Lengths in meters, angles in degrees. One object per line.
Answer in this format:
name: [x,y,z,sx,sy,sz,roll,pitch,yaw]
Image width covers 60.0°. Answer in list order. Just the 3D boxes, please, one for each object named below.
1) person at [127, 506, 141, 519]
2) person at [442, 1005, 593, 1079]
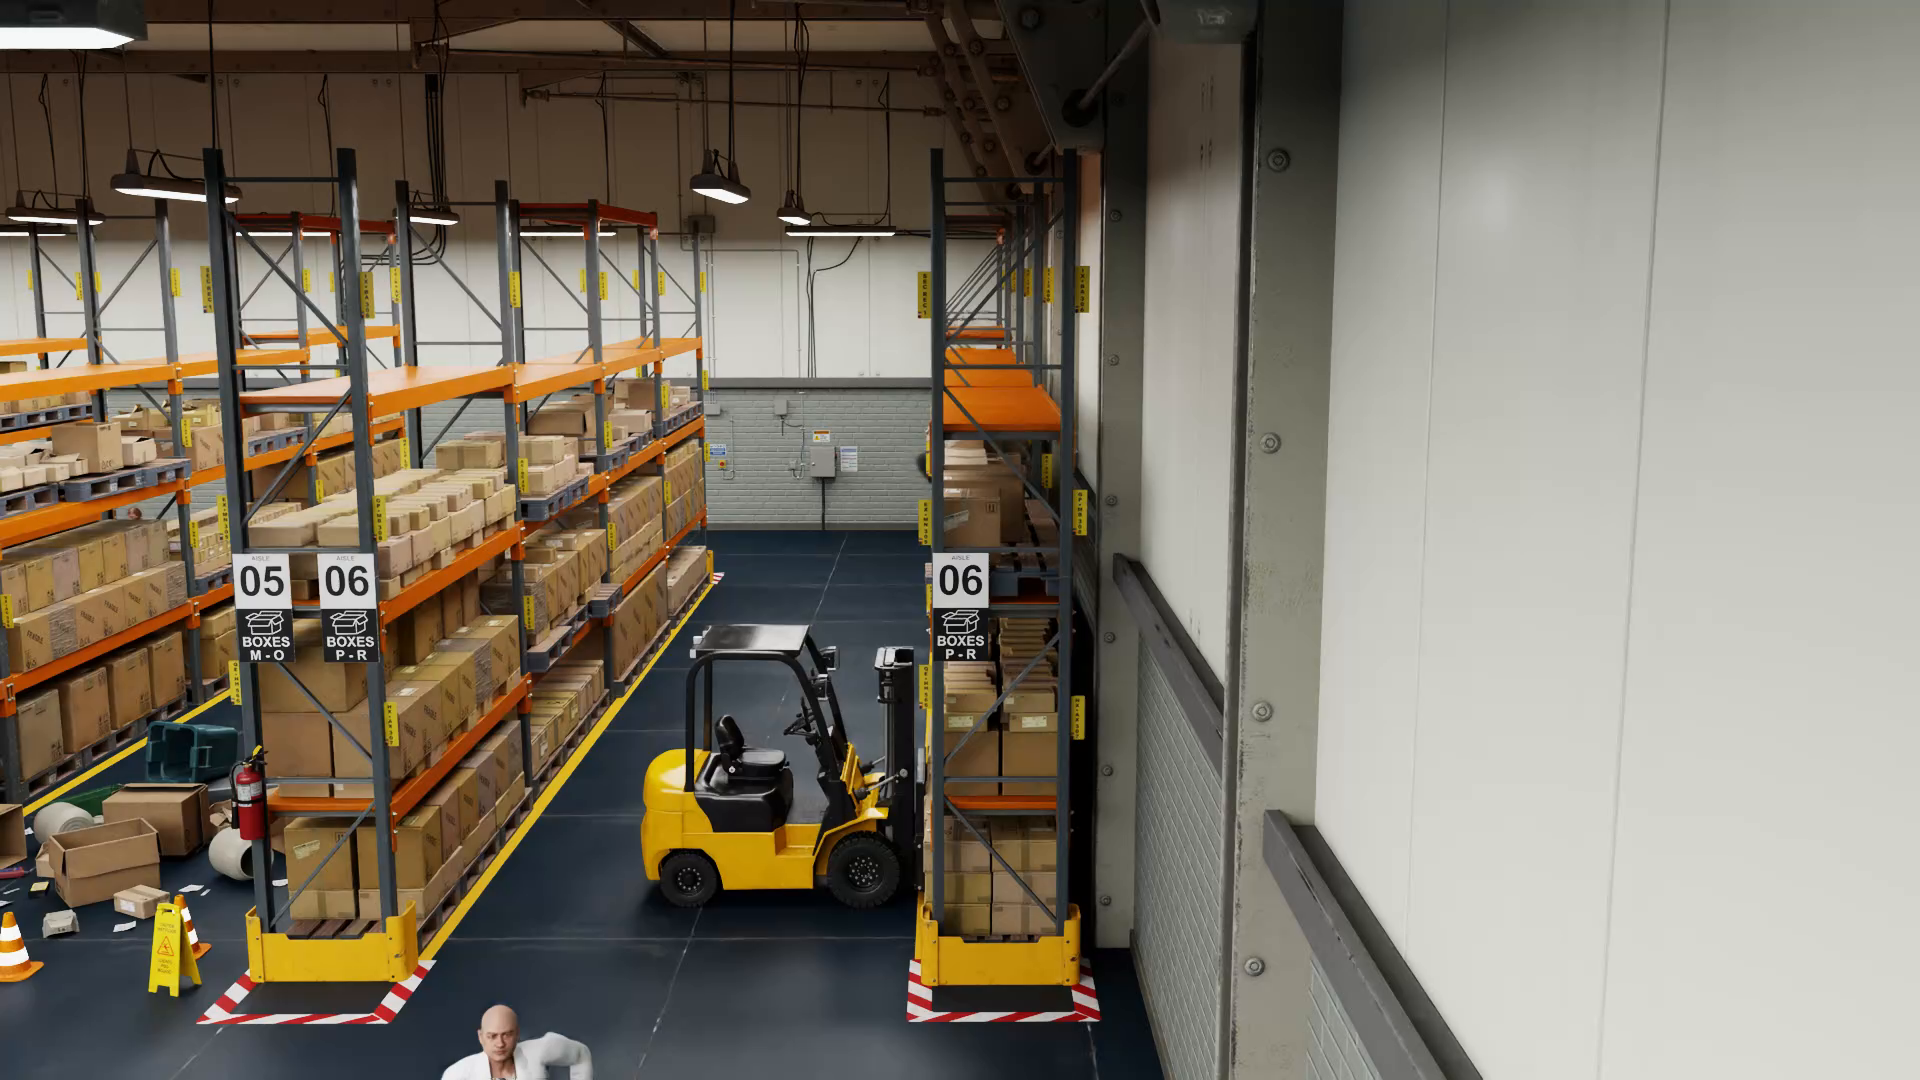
person: [-12.899,0.251,26.091,0.553,1.545,0.542,-1,9,-6]
person: [-2.123,3.044,8.002,0.759,1.729,0.794,-2,9,-14]
